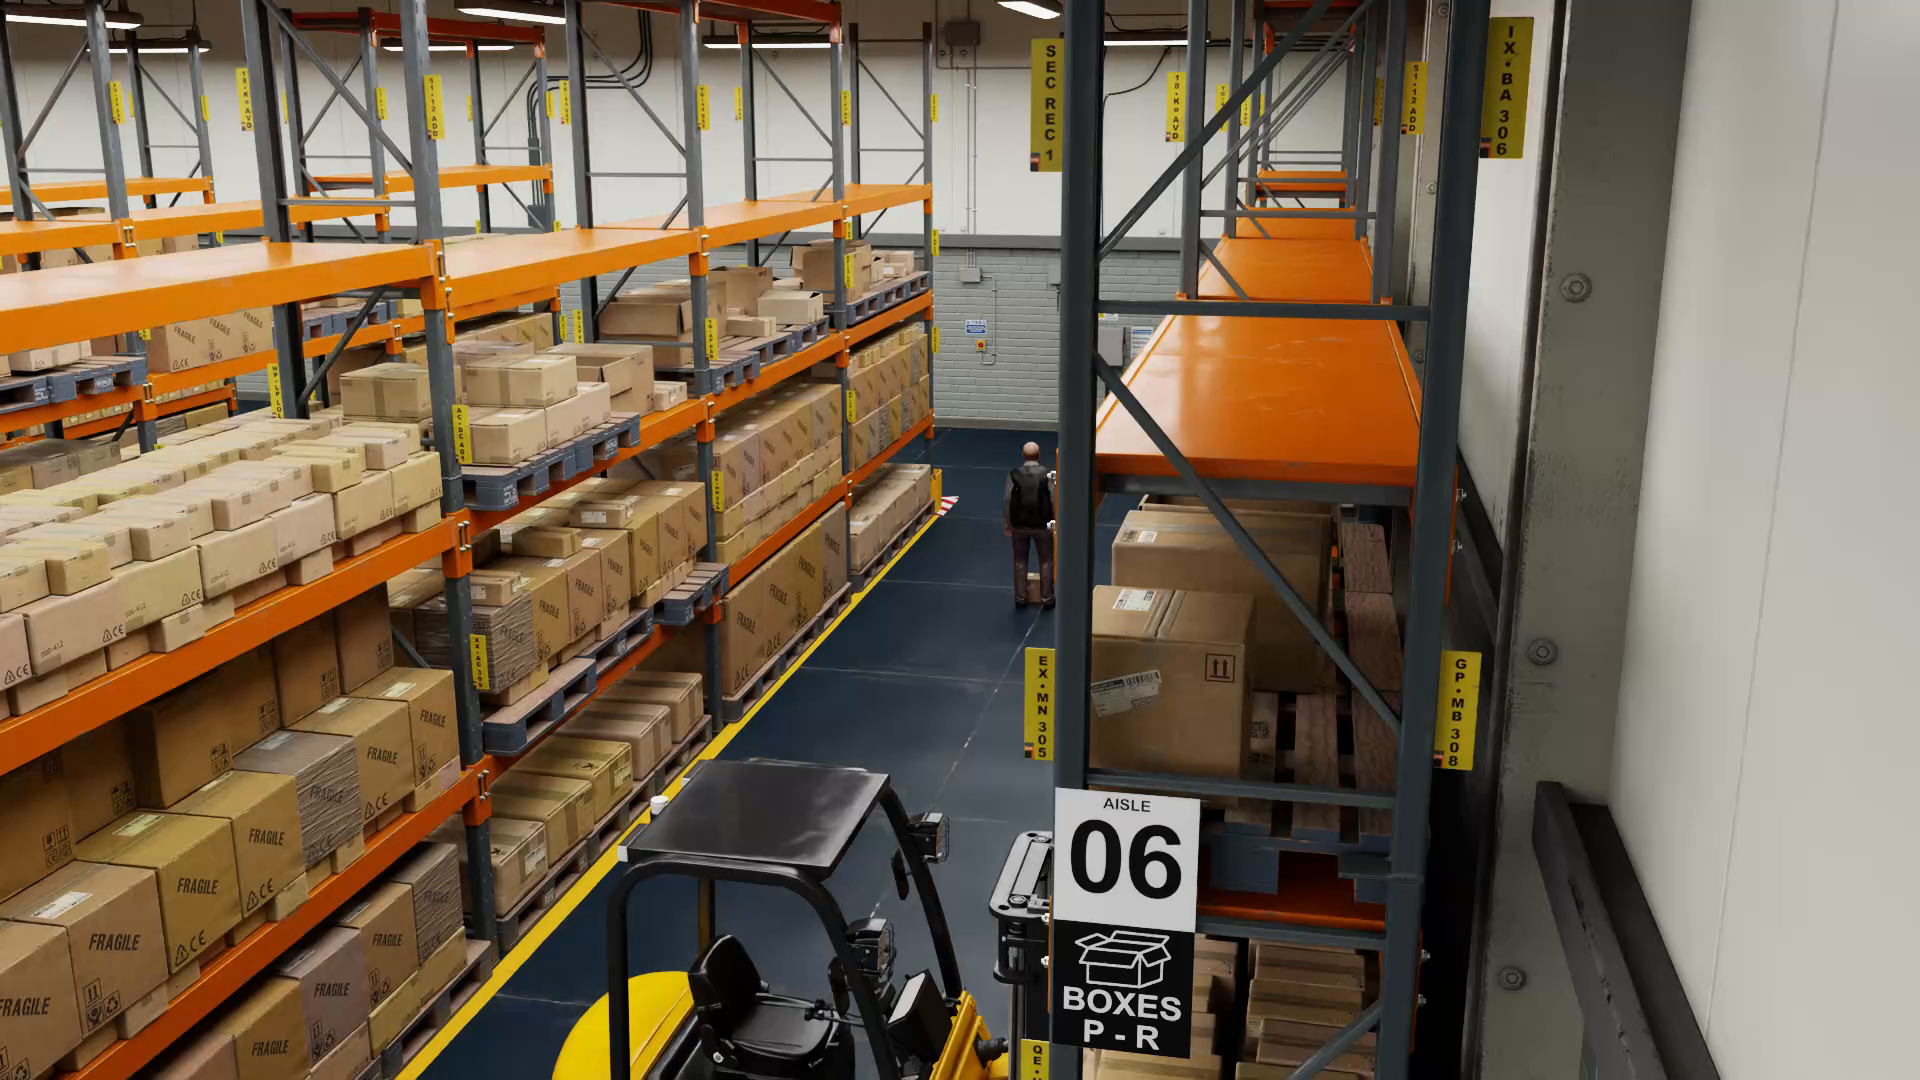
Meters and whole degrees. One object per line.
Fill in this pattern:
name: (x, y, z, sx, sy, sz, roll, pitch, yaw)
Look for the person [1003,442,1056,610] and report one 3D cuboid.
person: (0.738, -0.148, 17.053, 0.592, 1.722, 0.369, 2, 15, 8)
